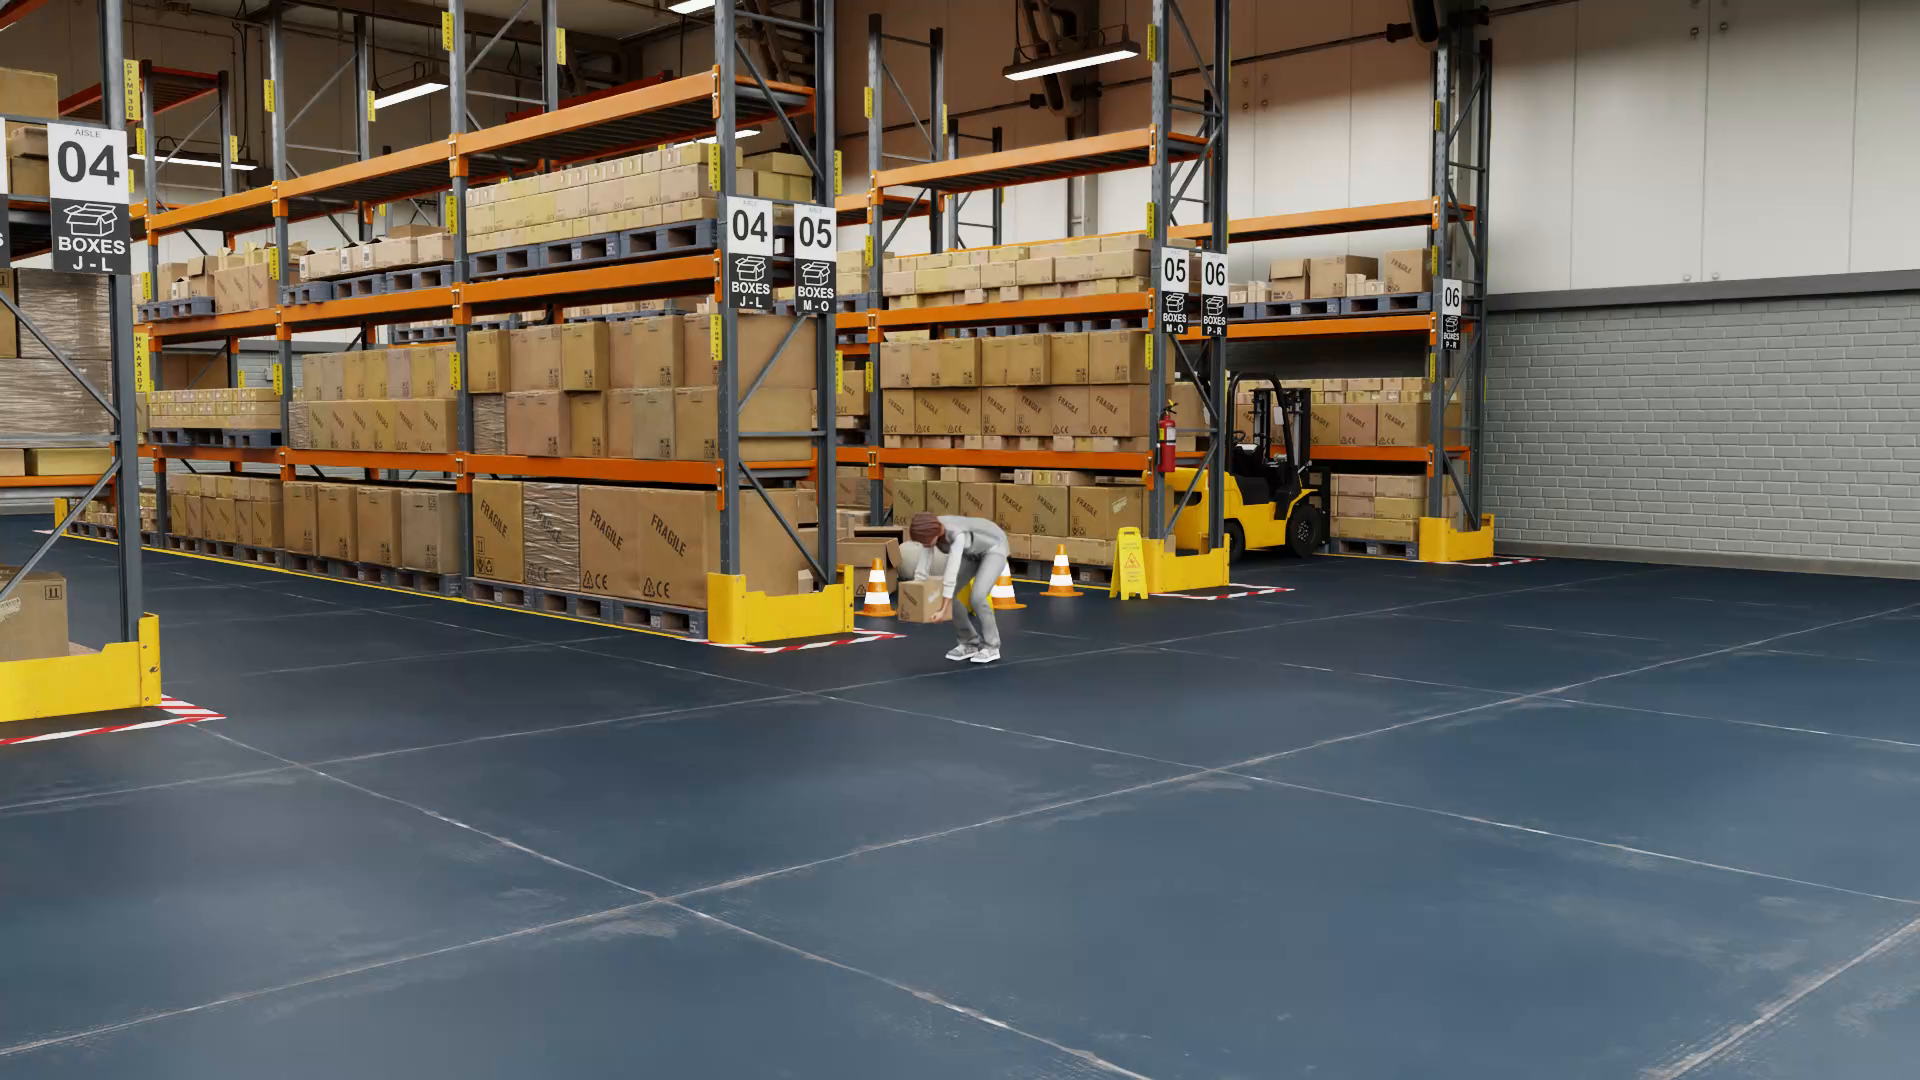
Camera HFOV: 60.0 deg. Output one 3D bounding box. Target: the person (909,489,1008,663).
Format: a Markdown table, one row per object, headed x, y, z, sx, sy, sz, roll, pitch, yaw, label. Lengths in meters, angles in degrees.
| x | y | z | sx | sy | sz | roll | pitch | yaw | label |
| --- | --- | --- | --- | --- | --- | --- | --- | --- | --- |
| -0.030 | 0.236 | 10.991 | 0.394 | 1.170 | 0.830 | 4 | 6 | 44 | person |
